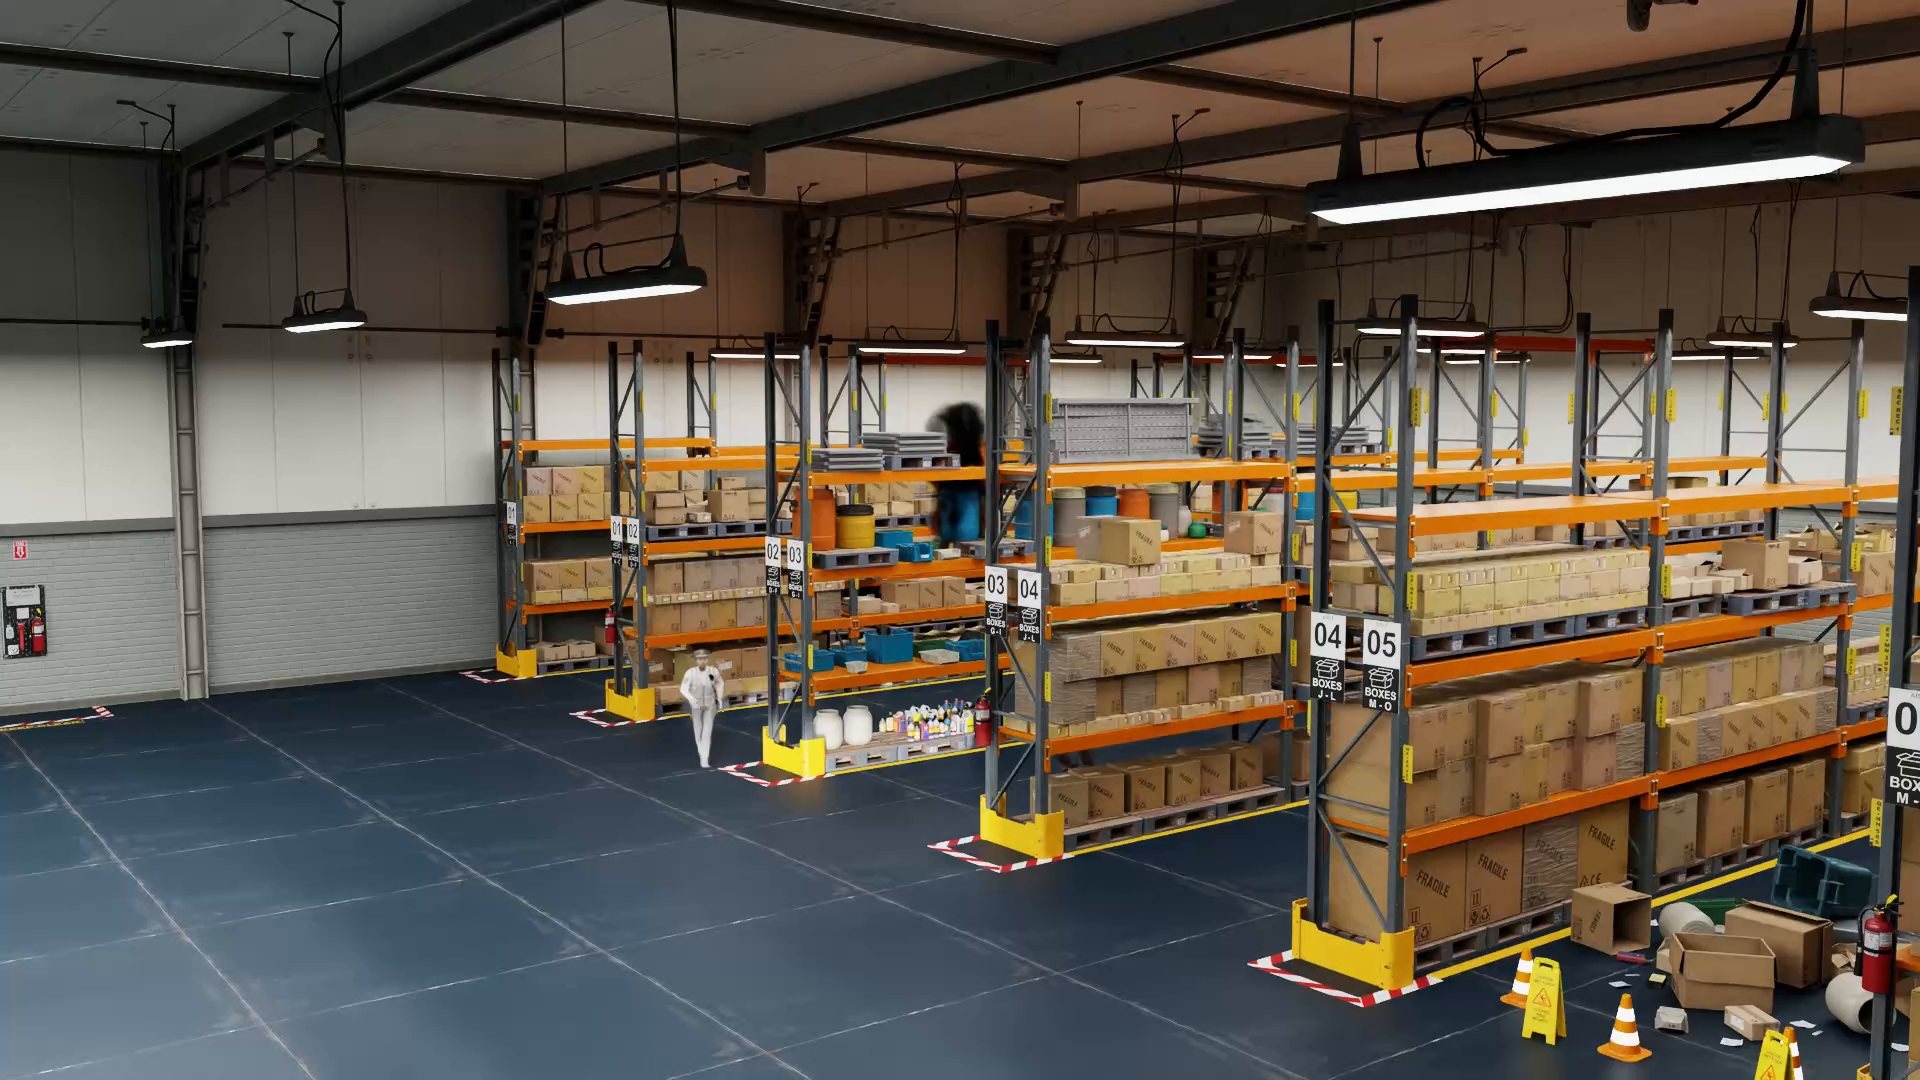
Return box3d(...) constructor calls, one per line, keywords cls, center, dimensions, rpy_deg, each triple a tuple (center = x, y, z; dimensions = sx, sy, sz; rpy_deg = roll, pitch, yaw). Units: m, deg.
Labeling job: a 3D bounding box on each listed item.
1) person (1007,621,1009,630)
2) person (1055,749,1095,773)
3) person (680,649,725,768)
box3d(cls="person", center=(0.832, 1.251, 34.950), dimensions=(0.657, 1.711, 0.681), rpy_deg=(4, 6, 38))
box3d(cls="person", center=(1.510, 2.375, 22.036), dimensions=(0.711, 1.740, 0.614), rpy_deg=(-3, 6, -34))
box3d(cls="person", center=(-3.600, 2.311, 23.284), dimensions=(0.608, 1.645, 0.778), rpy_deg=(-1, 5, -8))
